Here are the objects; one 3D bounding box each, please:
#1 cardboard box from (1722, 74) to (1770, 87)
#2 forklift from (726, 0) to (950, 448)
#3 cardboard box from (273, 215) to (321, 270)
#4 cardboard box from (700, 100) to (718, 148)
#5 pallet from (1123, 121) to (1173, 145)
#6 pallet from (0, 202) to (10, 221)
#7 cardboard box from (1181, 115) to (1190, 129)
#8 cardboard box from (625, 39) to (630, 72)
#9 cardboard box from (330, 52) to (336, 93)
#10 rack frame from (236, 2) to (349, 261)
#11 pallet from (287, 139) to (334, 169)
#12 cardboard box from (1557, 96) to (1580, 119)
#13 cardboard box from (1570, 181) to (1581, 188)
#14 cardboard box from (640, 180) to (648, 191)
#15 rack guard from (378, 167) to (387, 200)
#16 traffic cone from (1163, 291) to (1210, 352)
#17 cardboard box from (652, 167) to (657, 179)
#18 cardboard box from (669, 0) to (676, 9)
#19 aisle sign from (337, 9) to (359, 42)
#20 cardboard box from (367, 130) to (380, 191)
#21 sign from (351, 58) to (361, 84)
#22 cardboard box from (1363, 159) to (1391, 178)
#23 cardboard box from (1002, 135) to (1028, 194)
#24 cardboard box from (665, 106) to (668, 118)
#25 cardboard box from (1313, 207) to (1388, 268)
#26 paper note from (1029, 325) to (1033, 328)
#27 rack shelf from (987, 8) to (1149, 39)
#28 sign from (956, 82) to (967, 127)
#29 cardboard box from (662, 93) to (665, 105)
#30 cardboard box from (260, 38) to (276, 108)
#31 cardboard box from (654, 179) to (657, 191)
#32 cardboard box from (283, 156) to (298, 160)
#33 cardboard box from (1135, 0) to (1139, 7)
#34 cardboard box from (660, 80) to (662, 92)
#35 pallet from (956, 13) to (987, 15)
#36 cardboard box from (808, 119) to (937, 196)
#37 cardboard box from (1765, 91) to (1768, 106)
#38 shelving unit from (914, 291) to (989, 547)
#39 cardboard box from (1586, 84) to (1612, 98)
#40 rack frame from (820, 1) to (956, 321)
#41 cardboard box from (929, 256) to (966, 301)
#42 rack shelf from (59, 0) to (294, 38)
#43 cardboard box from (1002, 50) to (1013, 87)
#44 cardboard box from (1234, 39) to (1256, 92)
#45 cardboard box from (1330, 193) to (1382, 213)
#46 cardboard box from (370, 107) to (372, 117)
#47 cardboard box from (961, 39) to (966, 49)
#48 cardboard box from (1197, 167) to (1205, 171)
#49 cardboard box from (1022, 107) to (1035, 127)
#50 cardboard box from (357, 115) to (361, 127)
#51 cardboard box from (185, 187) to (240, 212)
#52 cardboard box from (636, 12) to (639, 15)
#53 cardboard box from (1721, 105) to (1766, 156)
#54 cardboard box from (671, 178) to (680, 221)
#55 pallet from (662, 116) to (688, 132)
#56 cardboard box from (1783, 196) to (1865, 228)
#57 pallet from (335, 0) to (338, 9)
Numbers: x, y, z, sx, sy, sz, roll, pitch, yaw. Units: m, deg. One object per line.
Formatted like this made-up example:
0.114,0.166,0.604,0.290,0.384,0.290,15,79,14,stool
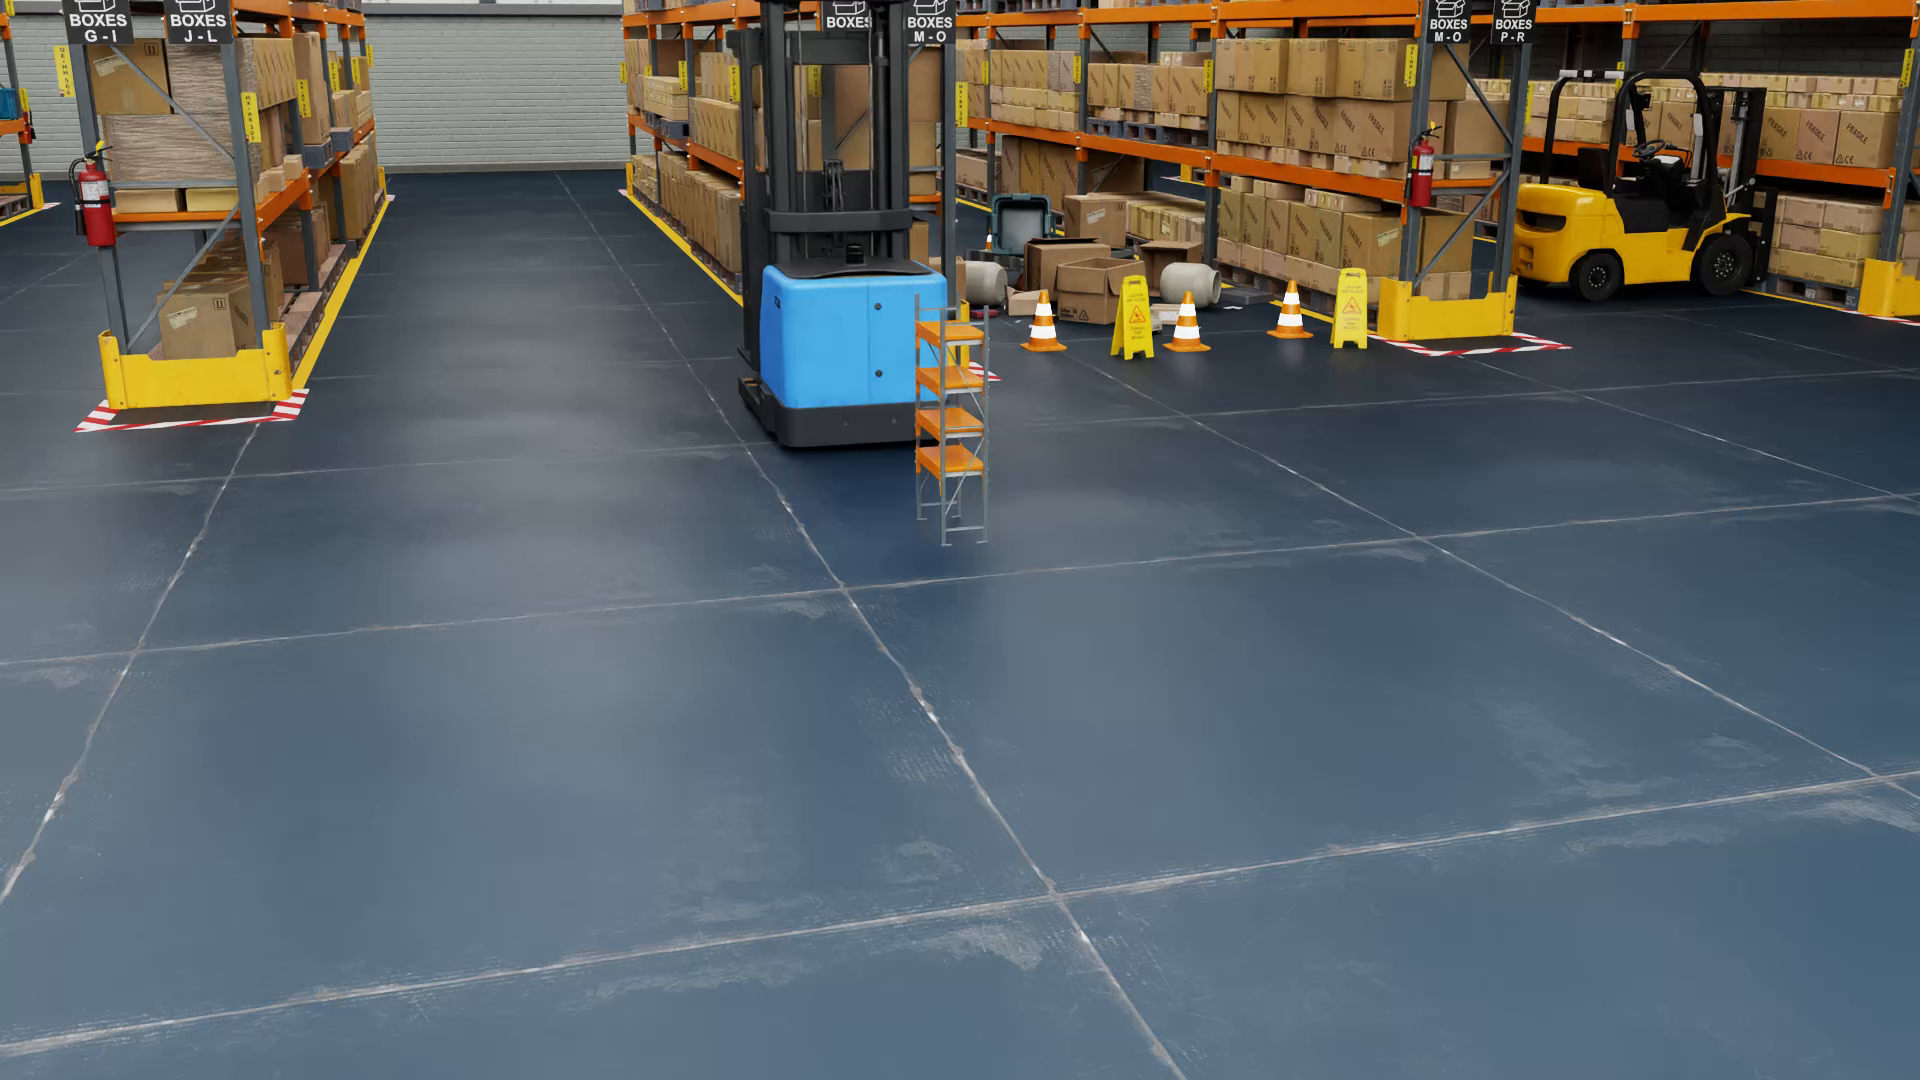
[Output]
8.108,-4.726,17.154,0.380,0.149,0.250,-5,17,-15,cardboard box
-0.936,-2.348,11.175,1.130,2.935,3.031,-4,17,-14,forklift
-6.839,-2.983,16.750,0.700,0.500,0.500,-6,18,-20,cardboard box
-2.582,-4.603,18.388,0.500,0.500,0.500,-5,17,-15,cardboard box
2.588,-4.764,19.431,1.003,0.211,1.213,-5,17,-15,pallet
-13.963,-4.534,23.180,1.003,0.211,1.213,-5,17,-15,pallet
2.642,-4.569,18.156,0.380,0.149,0.250,-5,17,-17,cardboard box
-5.057,-7.718,26.502,0.500,0.500,0.500,-5,17,-16,cardboard box
-8.262,-5.884,20.910,0.797,0.503,0.637,-5,17,-15,cardboard box
-7.523,-4.617,18.607,1.000,3.000,0.127,-5,17,-15,rack frame
-6.494,-3.641,15.693,1.003,0.211,1.213,-5,17,-15,pallet
7.347,-5.112,19.648,0.500,0.250,0.500,-5,17,-17,cardboard box
7.722,-3.894,19.600,0.875,0.625,0.625,-4,17,-13,cardboard box
-4.752,-5.507,25.796,0.380,0.149,0.250,-6,18,-18,cardboard box
-9.729,-5.639,26.355,1.175,0.500,0.348,-5,17,-15,rack guard
1.871,-1.807,13.664,0.336,0.463,0.334,-5,17,-15,traffic cone
-4.282,-5.353,24.251,0.380,0.149,0.250,-4,17,-15,cardboard box
-3.278,-6.740,20.289,0.500,0.500,0.500,-5,17,-15,cardboard box
-9.453,-8.118,25.745,0.394,0.787,0.004,-5,17,-15,aisle sign
-9.469,-5.842,25.651,0.875,0.875,0.875,-5,17,-15,cardboard box
-8.104,-6.285,22.287,0.100,0.325,0.005,-5,17,-15,sign
3.719,-3.215,14.377,0.380,0.149,0.250,-5,17,-16,cardboard box
1.153,-5.525,24.594,0.875,0.875,0.875,-4,17,-14,cardboard box
-3.442,-5.302,20.594,0.380,0.149,0.250,-4,17,-14,cardboard box
3.586,-2.776,15.224,0.500,0.500,0.500,-4,17,-13,cardboard box
0.685,-1.902,14.732,0.144,0.017,0.142,1,17,4,paper note
1.455,-7.045,22.729,1.077,0.370,4.000,-5,17,-15,rack shelf
0.007,-3.263,12.457,0.100,0.325,0.005,-5,17,-15,sign
-3.518,-5.520,20.805,0.380,0.149,0.250,-5,17,-15,cardboard box
-5.483,-3.524,12.539,0.500,0.500,0.500,-5,17,-15,cardboard box
-4.218,-5.127,24.016,0.380,0.149,0.250,-4,17,-14,cardboard box
-6.023,-3.284,14.606,0.380,0.149,0.250,-5,17,-15,cardboard box
2.452,-6.466,19.372,0.797,0.503,0.637,-5,17,-15,cardboard box
-3.579,-5.729,20.982,0.380,0.149,0.250,-5,17,-15,cardboard box
0.020,-8.803,27.483,1.003,0.211,1.213,-5,17,-15,pallet
-0.674,-2.939,12.761,0.875,0.550,0.550,-5,17,-15,cardboard box
8.252,-4.442,16.724,0.380,0.149,0.250,-5,17,-16,cardboard box
-0.045,-0.620,8.432,0.258,1.200,0.503,-5,17,-15,shelving unit
7.480,-5.192,19.223,0.380,0.149,0.250,-5,17,-16,cardboard box
-0.528,-2.768,12.452,1.000,3.000,0.127,-5,17,-15,rack frame
-0.214,-2.330,15.336,0.500,0.500,0.500,-2,17,-6,cardboard box
-5.875,-4.049,12.754,1.077,0.370,4.000,-5,17,-15,rack shelf
0.917,-6.750,23.798,0.500,0.500,0.500,-5,17,-16,cardboard box
3.136,-4.681,16.392,0.700,0.500,0.500,-5,17,-15,cardboard box
3.567,-3.038,14.972,0.380,0.149,0.250,-4,17,-14,cardboard box
-9.234,-6.565,25.530,0.380,0.149,0.250,-5,17,-15,cardboard box
0.225,-7.762,26.041,0.380,0.149,0.250,-5,17,-16,cardboard box
4.655,-6.835,29.602,0.797,0.503,0.637,-5,18,-17,cardboard box
1.171,-5.867,23.030,0.500,0.250,0.500,-5,17,-16,cardboard box
-8.384,-5.711,22.686,0.380,0.149,0.250,-5,17,-15,cardboard box
-5.174,-2.381,11.601,0.380,0.149,0.250,-5,17,-15,cardboard box
-4.487,-7.846,24.404,0.500,0.250,0.500,-5,17,-16,cardboard box
8.164,-4.168,16.940,0.500,0.500,0.500,-5,17,-15,cardboard box
-3.459,-4.435,21.617,0.500,0.500,0.500,-6,18,-18,cardboard box
-3.310,-5.433,21.659,1.003,0.211,1.213,-5,17,-15,pallet
8.403,-3.187,16.160,0.500,0.250,0.500,-4,17,-14,cardboard box
-8.323,-6.818,21.055,0.805,0.209,1.217,-5,18,-17,pallet
